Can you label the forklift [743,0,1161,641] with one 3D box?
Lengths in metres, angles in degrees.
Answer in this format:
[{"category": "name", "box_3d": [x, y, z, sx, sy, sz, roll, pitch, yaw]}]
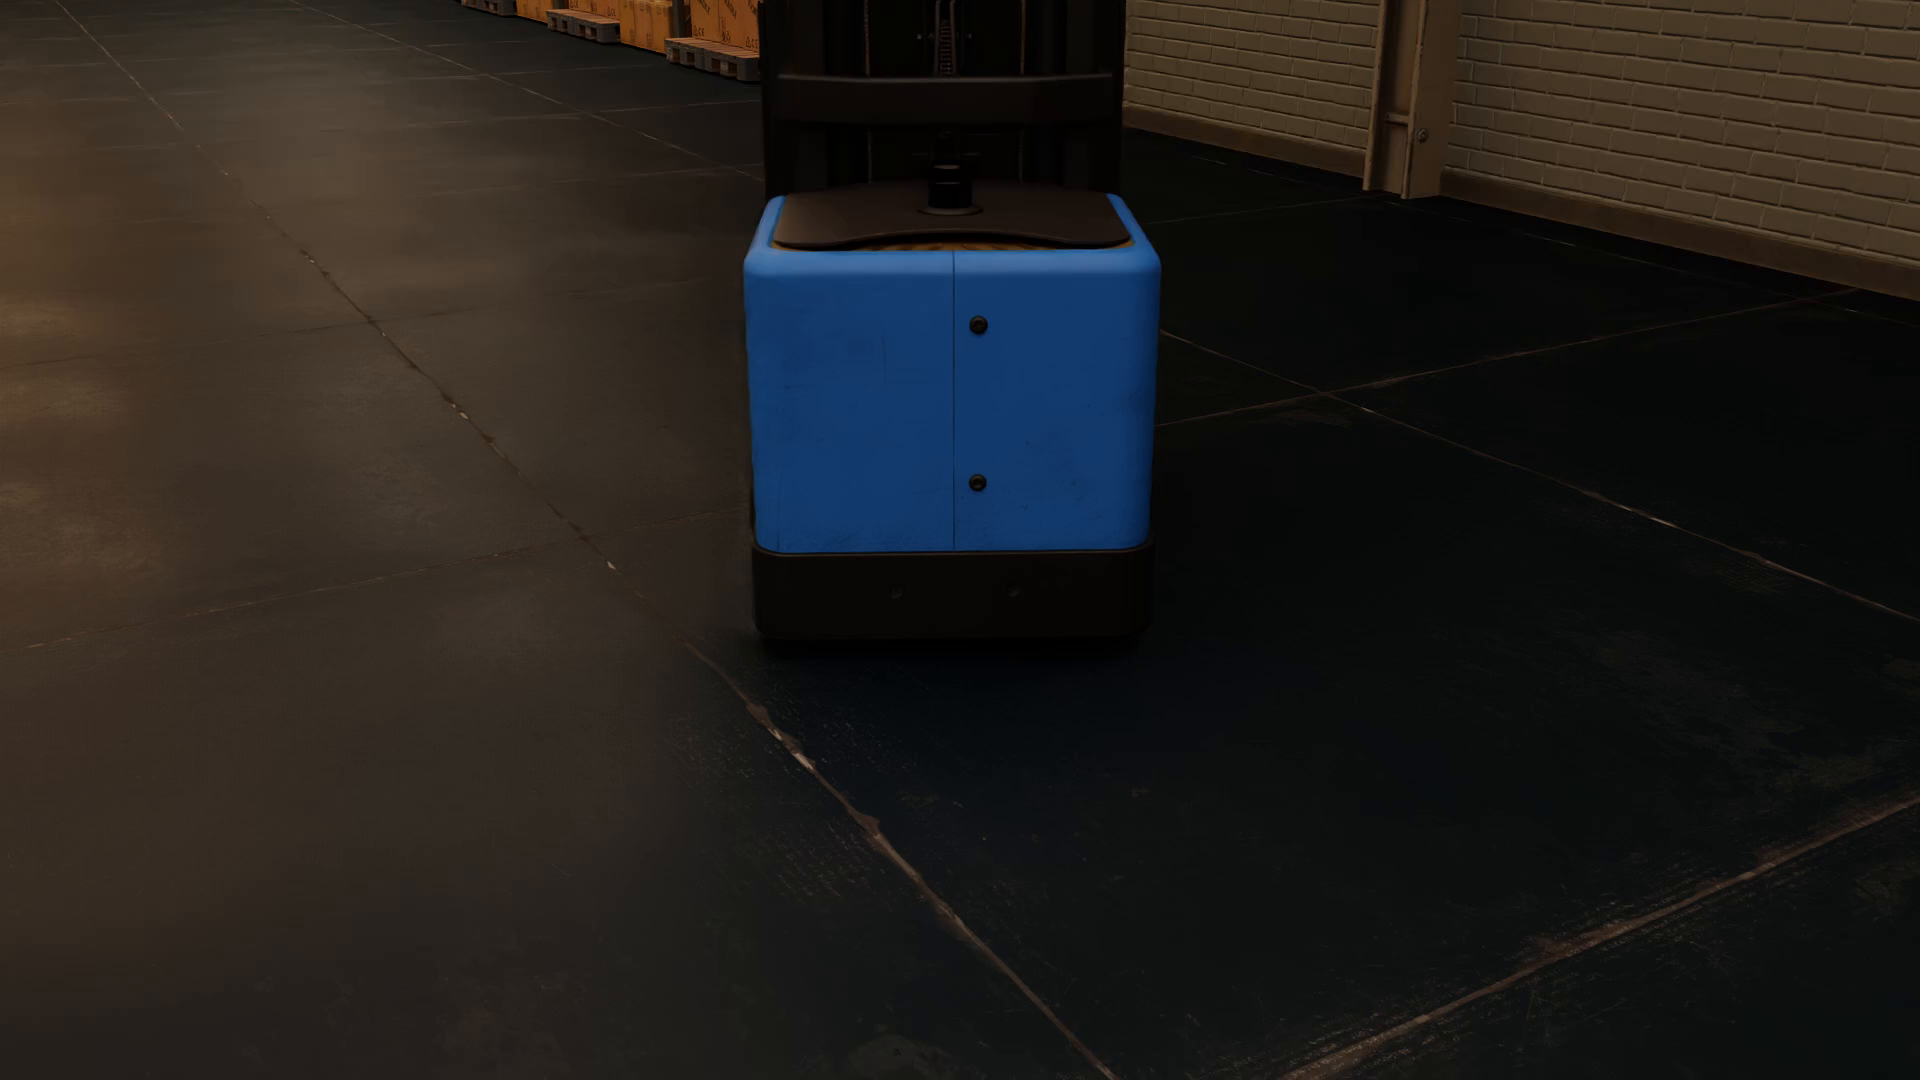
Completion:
[{"category": "forklift", "box_3d": [-0.062, -1.608, 5.191, 1.130, 2.935, 3.031, -1, 22, -2]}]
